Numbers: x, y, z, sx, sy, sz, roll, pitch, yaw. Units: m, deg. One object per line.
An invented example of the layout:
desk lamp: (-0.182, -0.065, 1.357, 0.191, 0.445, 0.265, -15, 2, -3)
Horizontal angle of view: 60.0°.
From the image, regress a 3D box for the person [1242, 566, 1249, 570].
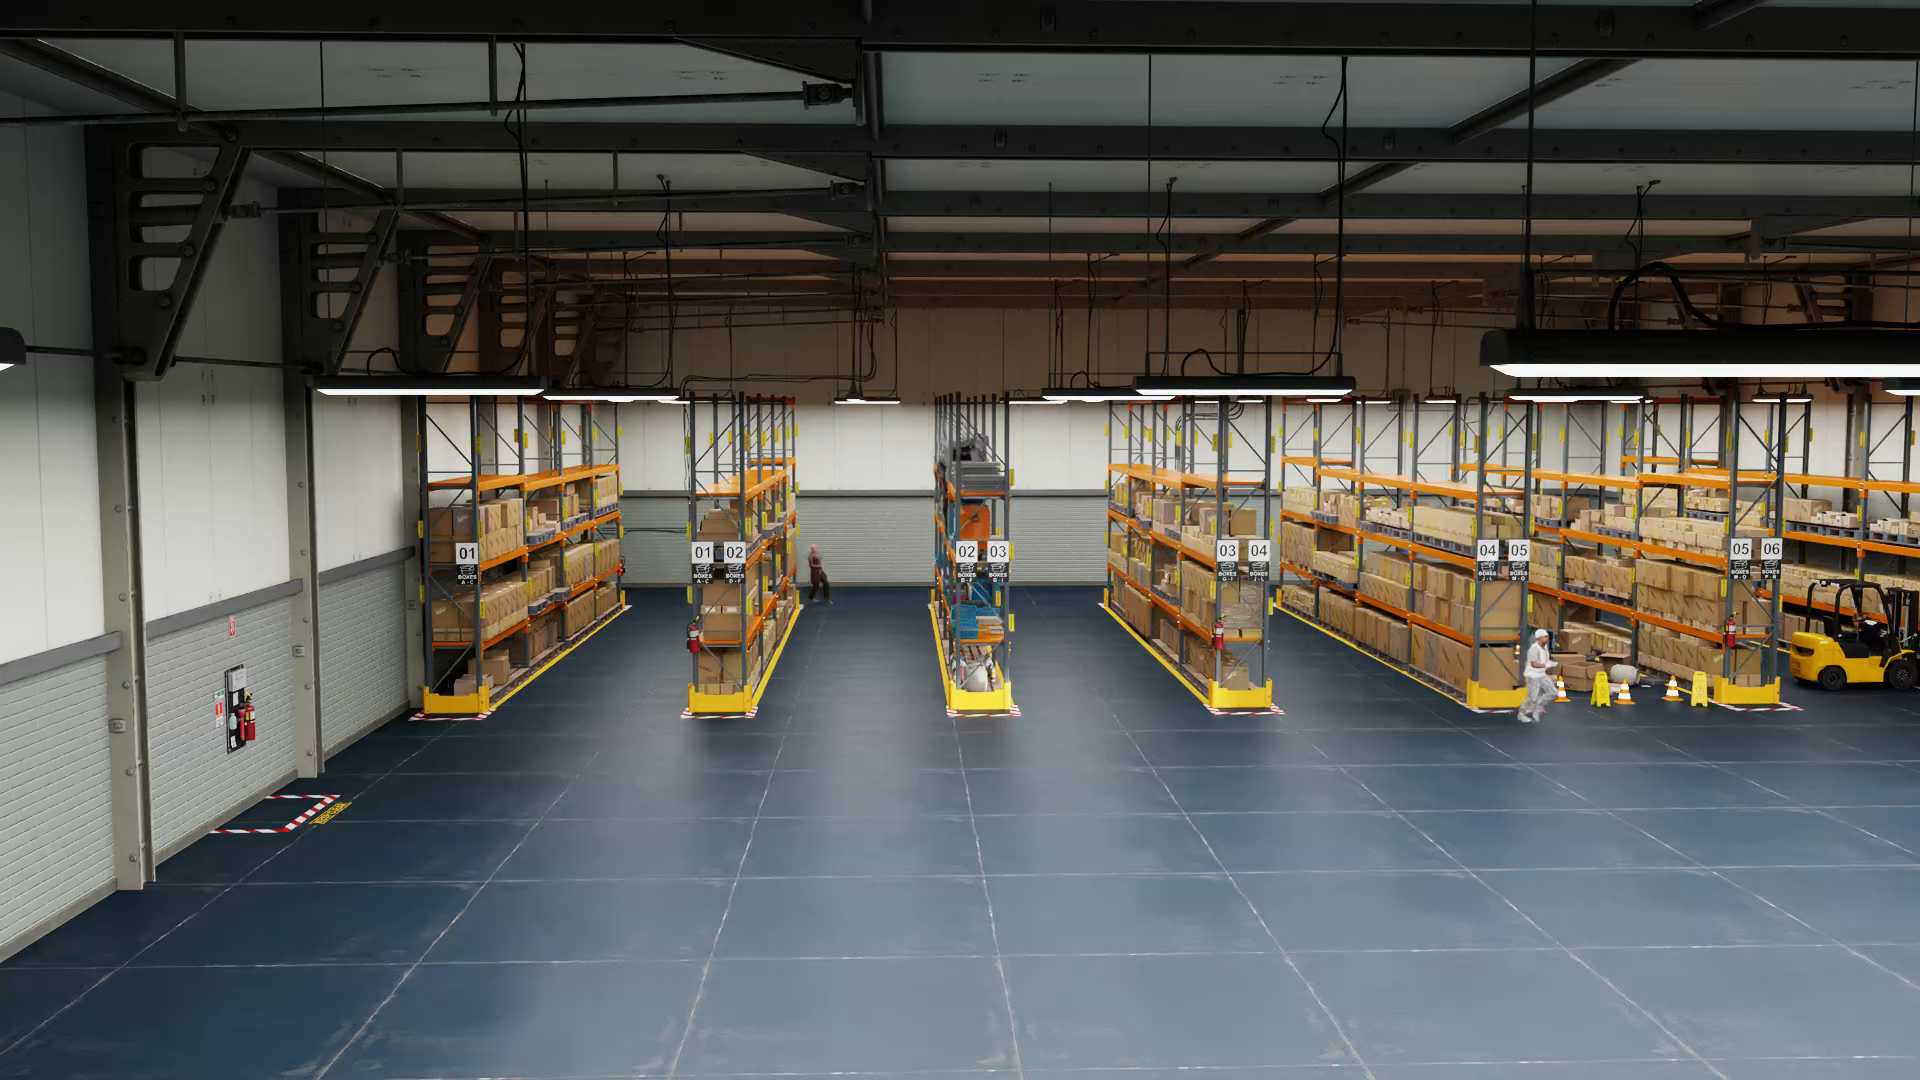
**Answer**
person: (8.162, 0.996, 47.824, 0.728, 1.810, 0.807, 3, 5, 32)

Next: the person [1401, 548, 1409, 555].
person: (13.406, 0.877, 50.568, 0.558, 1.612, 0.574, -2, 5, -26)

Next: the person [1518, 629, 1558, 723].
person: (10.392, 2.442, 29.836, 0.778, 1.725, 0.724, 4, 6, 43)

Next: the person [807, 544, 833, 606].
person: (-4.135, 1.001, 47.923, 0.888, 1.782, 0.680, 3, 5, 29)

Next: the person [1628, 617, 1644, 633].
person: (16.874, 1.556, 41.278, 0.692, 1.718, 0.603, -1, 5, -12)
